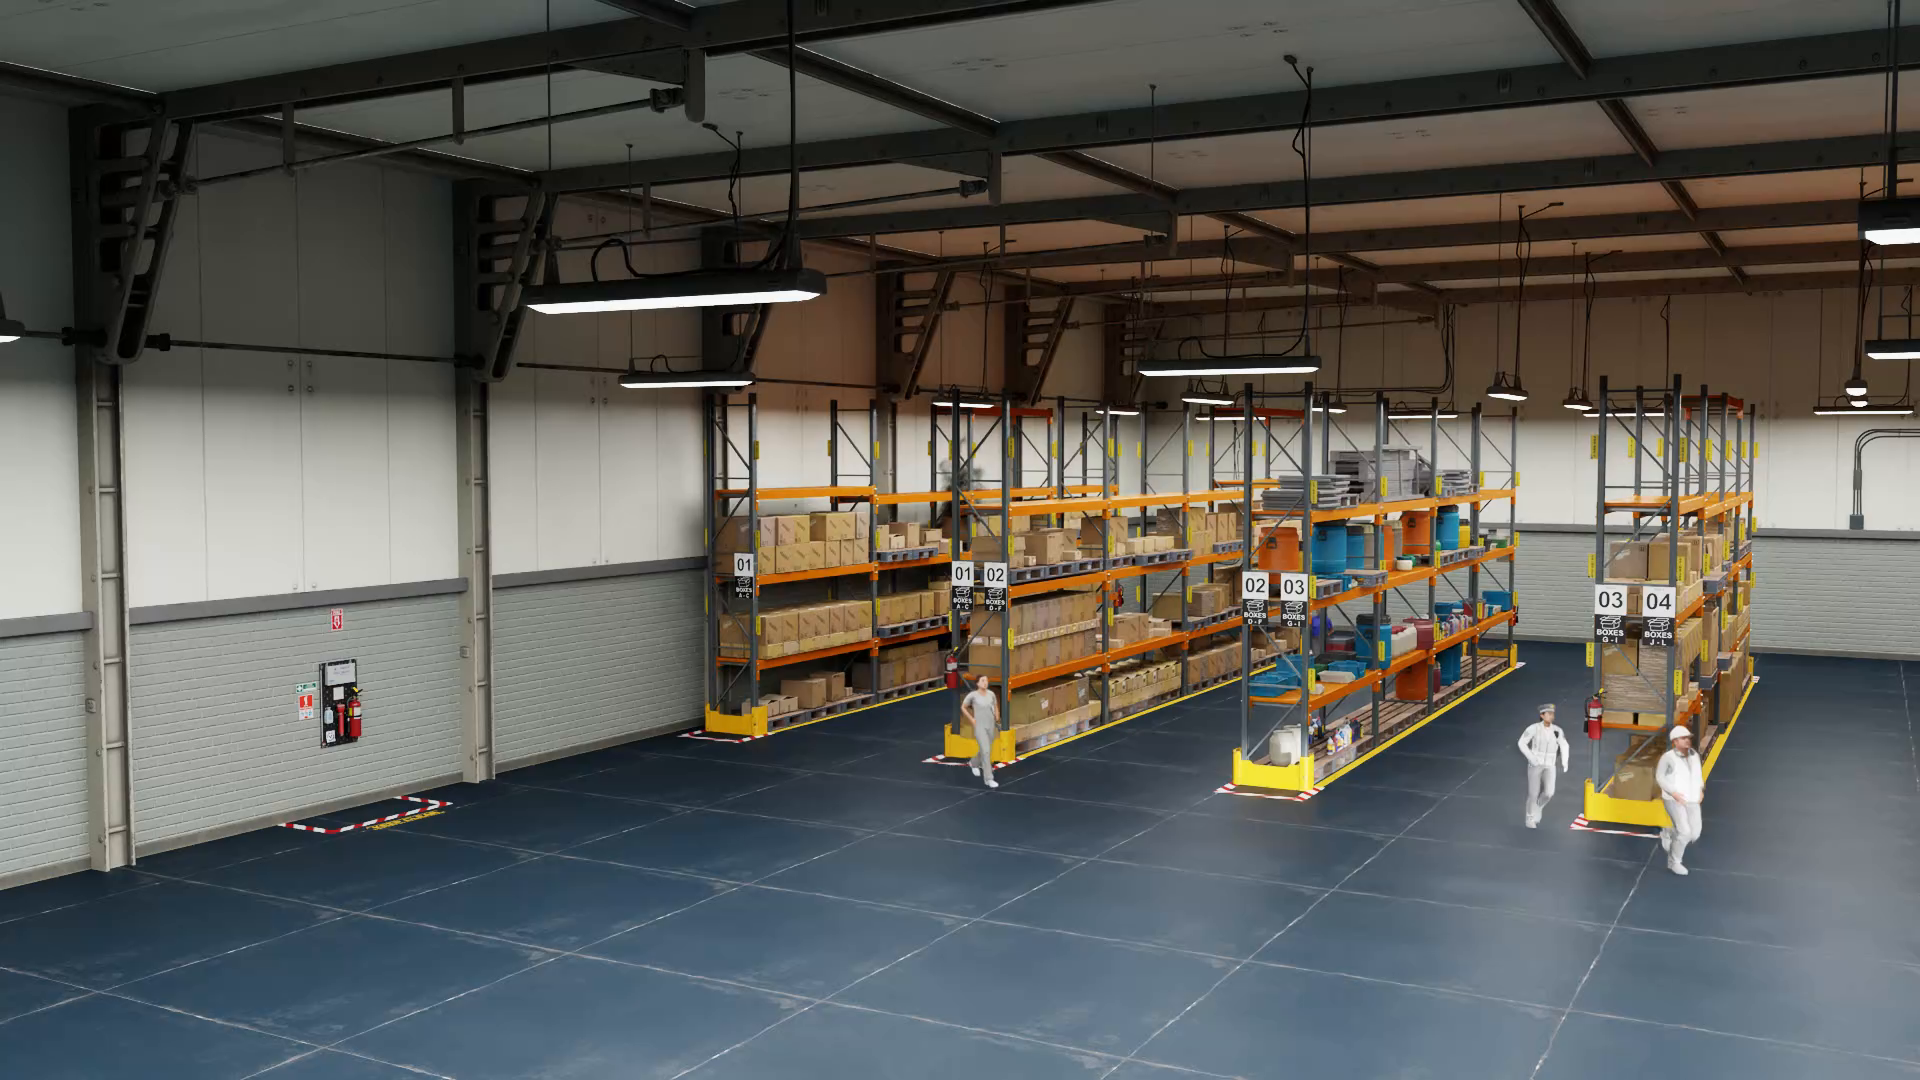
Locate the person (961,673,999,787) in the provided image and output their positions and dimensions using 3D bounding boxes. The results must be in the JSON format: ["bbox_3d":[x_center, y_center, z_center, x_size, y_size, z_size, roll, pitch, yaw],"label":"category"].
[{"bbox_3d":[0.320,2.809,24.836,0.579,1.655,0.871,-2,4,-29],"label":"person"}]

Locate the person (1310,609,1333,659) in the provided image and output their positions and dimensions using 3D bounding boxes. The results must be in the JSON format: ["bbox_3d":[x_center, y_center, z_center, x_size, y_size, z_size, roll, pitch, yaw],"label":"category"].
[{"bbox_3d":[7.817,2.237,36.201,0.607,1.635,0.805,1,3,19],"label":"person"}]

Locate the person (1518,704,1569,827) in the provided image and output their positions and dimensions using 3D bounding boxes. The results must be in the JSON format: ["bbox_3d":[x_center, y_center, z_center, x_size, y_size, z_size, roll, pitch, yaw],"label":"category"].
[{"bbox_3d":[7.755,2.993,22.034,0.690,1.650,0.474,0,3,4],"label":"person"}]

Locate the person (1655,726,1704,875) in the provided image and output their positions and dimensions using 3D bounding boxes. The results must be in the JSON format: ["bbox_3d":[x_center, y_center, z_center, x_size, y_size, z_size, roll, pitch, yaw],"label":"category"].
[{"bbox_3d":[8.555,3.074,19.799,0.677,1.748,0.650,-1,3,-16],"label":"person"}]
